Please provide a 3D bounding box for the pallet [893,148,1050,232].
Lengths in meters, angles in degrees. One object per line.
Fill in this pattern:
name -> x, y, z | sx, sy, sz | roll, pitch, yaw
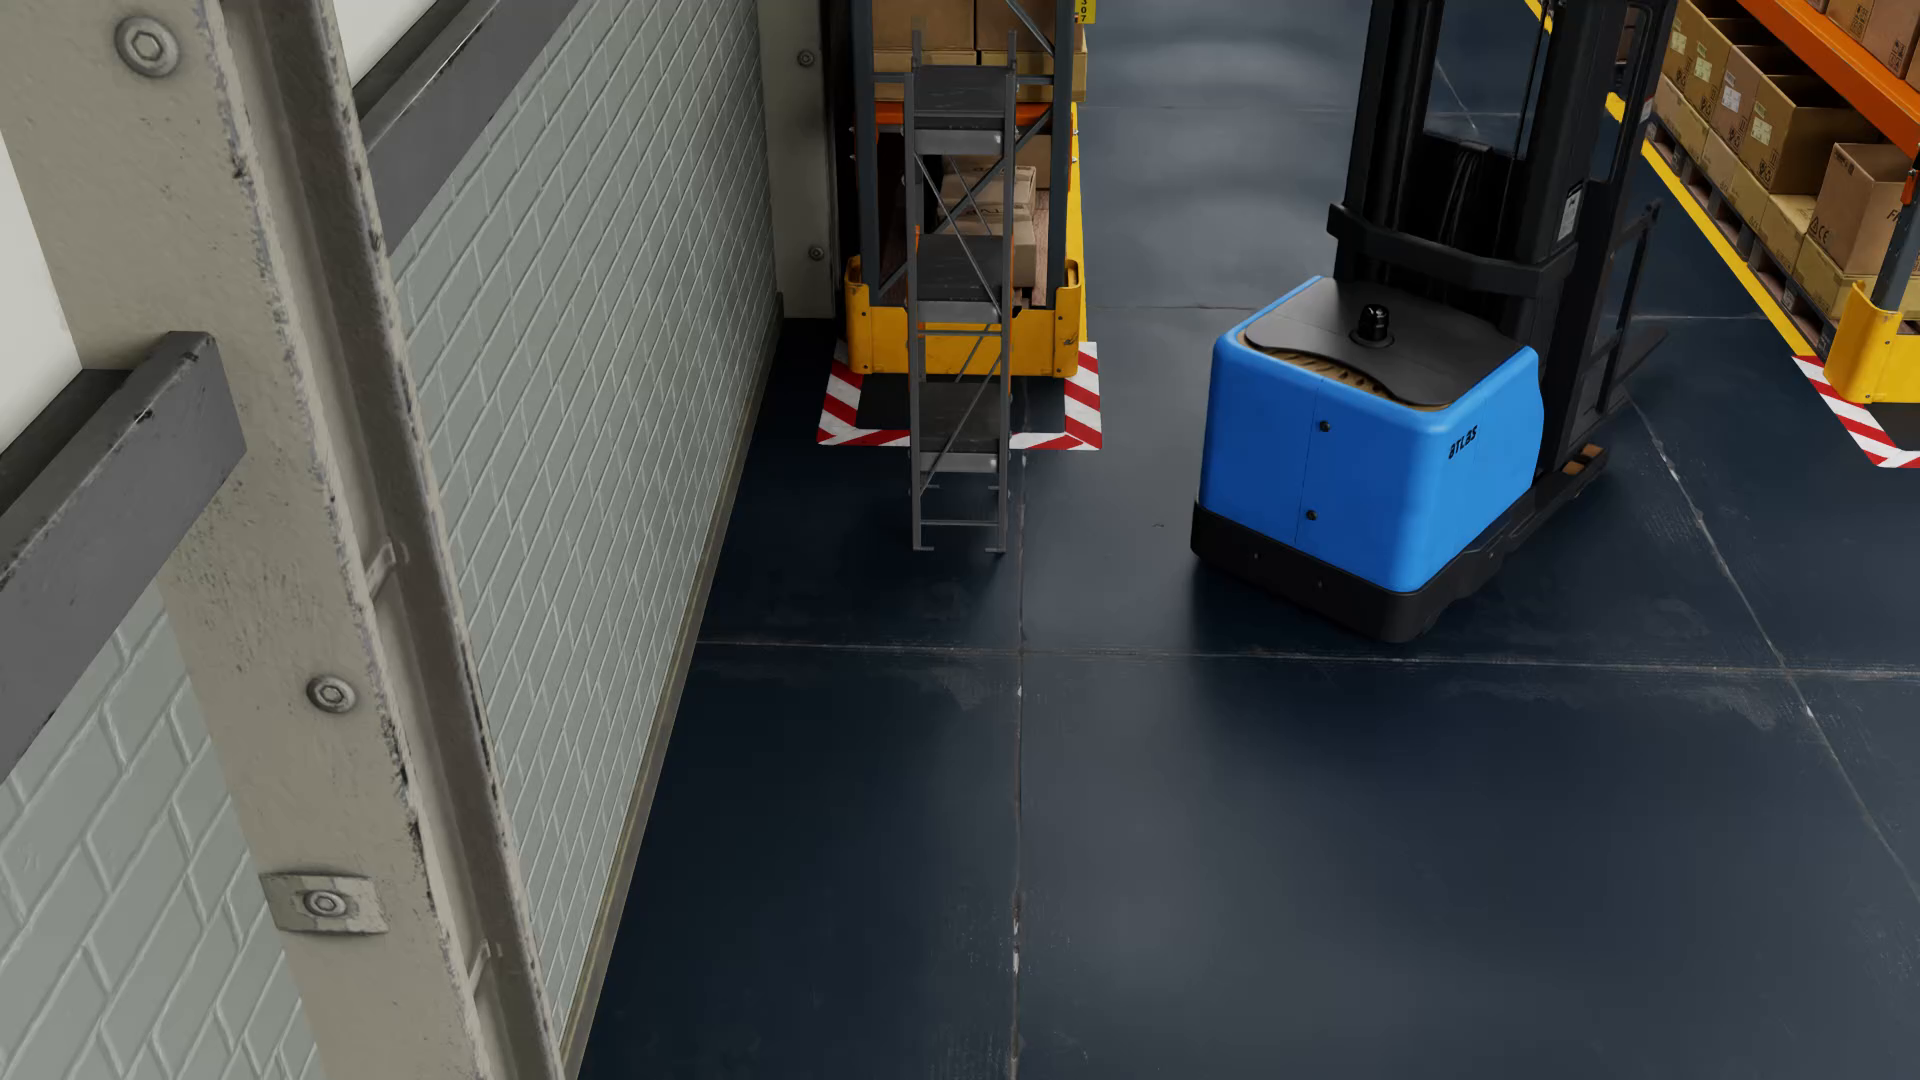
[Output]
pallet -> 0.137, -2.184, 10.173 | 1.003, 0.211, 1.213 | 1, 35, 2

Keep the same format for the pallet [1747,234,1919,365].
pallet -> 4.953, -1.303, 8.920 | 1.003, 0.211, 1.213 | 1, 35, 2

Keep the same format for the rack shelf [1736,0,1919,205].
rack shelf -> 5.044, -2.858, 9.334 | 1.077, 0.370, 4.000 | 1, 35, 2

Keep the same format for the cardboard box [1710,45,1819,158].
cardboard box -> 4.735, -2.534, 9.621 | 0.500, 0.500, 0.500 | 1, 35, 2

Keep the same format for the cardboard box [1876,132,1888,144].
cardboard box -> 5.233, -2.235, 9.195 | 0.500, 0.500, 0.500 | 1, 35, 2

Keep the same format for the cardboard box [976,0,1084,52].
cardboard box -> 0.334, -2.637, 7.854 | 0.500, 0.500, 0.500 | 1, 35, 2

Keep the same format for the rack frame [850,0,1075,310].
rack frame -> 0.014, -2.116, 7.652 | 1.000, 3.000, 0.127 | 1, 35, 2

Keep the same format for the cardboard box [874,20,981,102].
cardboard box -> -0.161, -2.336, 8.078 | 0.500, 0.250, 0.500 | 2, 35, 3

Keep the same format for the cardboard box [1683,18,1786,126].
cardboard box -> 4.753, -2.821, 10.030 | 0.500, 0.500, 0.500 | 1, 35, 2

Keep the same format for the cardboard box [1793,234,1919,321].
cardboard box -> 4.690, -1.365, 8.610 | 0.500, 0.250, 0.500 | 1, 35, 2

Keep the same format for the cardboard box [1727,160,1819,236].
cardboard box -> 4.717, -1.940, 9.428 | 0.500, 0.250, 0.500 | 1, 35, 2

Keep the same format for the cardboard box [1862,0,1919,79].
cardboard box -> 5.012, -2.614, 8.274 | 0.700, 0.500, 0.500 | 2, 35, 3

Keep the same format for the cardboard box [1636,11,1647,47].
cardboard box -> 4.793, -3.396, 10.847 | 0.500, 0.500, 0.500 | 1, 35, 2

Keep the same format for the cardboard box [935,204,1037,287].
cardboard box -> 0.132, -1.591, 8.861 | 0.500, 0.311, 0.500 | -2, 35, -3

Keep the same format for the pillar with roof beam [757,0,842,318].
pillar with roof beam -> 3.480, -4.893, 6.386 | 9.100, 9.000, 0.400 | 1, 35, 2

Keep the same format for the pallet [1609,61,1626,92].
pallet -> 5.115, -3.585, 12.167 | 1.003, 0.211, 1.213 | 1, 35, 2

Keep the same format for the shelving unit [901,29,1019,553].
shelving unit -> 0.007, -0.954, 6.782 | 0.431, 2.100, 0.503 | 1, 35, 2

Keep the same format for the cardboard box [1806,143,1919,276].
cardboard box -> 4.688, -1.672, 8.394 | 0.500, 0.500, 0.500 | 1, 35, 2

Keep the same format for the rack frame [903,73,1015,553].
rack frame -> -0.003, -0.814, 6.582 | 0.400, 2.100, 0.015 | 1, 35, 2

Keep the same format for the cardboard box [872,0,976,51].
cardboard box -> -0.179, -2.645, 7.866 | 0.500, 0.500, 0.500 | 1, 35, 1

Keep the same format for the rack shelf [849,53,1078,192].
rack shelf -> 0.095, -2.970, 9.494 | 1.077, 0.370, 4.000 | 1, 35, 2

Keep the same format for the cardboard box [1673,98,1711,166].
cardboard box -> 4.753, -2.515, 10.246 | 0.500, 0.250, 0.500 | 1, 35, 2

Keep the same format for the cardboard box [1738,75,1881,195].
cardboard box -> 4.714, -2.247, 9.212 | 0.500, 0.500, 0.500 | 1, 35, 2

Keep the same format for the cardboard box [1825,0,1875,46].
cardboard box -> 5.038, -2.899, 8.680 | 0.700, 0.500, 0.500 | 2, 35, 2

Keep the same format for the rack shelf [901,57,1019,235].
rack shelf -> 0.007, -1.516, 6.387 | 0.431, 0.518, 0.480 | 1, 35, 2

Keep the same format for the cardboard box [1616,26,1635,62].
cardboard box -> 4.852, -3.593, 11.780 | 0.500, 0.250, 0.500 | 1, 35, 1

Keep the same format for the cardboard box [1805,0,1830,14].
cardboard box -> 5.055, -3.202, 9.110 | 0.700, 0.500, 0.500 | 2, 35, 3

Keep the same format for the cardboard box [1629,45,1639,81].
cardboard box -> 4.803, -3.089, 11.063 | 0.500, 0.250, 0.500 | 1, 35, 2

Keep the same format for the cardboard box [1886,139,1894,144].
cardboard box -> 5.226, -1.947, 8.786 | 0.500, 0.500, 0.500 | 1, 35, 2

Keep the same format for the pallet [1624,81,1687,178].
pallet -> 5.051, -2.705, 10.915 | 1.003, 0.211, 1.213 | 1, 35, 2

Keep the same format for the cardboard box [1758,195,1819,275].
cardboard box -> 4.698, -1.653, 9.019 | 0.500, 0.250, 0.500 | 1, 35, 2

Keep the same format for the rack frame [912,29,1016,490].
rack frame -> 0.016, -1.094, 6.981 | 0.400, 2.100, 0.015 | 1, 35, 2

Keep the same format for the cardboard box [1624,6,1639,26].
cardboard box -> 4.855, -3.817, 11.611 | 0.500, 0.311, 0.500 | 1, 35, 2

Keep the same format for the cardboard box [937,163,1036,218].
cardboard box -> 0.155, -1.919, 9.327 | 0.500, 0.311, 0.500 | 4, 35, 6

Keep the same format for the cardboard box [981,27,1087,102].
cardboard box -> 0.351, -2.336, 8.078 | 0.500, 0.250, 0.500 | 0, 35, 1

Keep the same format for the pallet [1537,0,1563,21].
pallet -> 5.162, -4.288, 13.167 | 1.003, 0.211, 1.213 | 1, 35, 2

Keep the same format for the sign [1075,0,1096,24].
sign -> 0.556, -2.457, 7.385 | 0.100, 0.325, 0.005 | 1, 35, 2

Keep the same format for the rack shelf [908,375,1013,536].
rack shelf -> 0.007, -0.370, 7.192 | 0.431, 0.518, 0.480 | 1, 35, 2

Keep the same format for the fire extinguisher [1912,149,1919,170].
fire extinguisher -> 4.495, -1.915, 7.433 | 0.296, 0.674, 0.183 | 1, 35, 2

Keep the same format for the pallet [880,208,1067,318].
pallet -> 0.085, -1.484, 9.179 | 1.003, 0.211, 1.213 | 1, 35, 2

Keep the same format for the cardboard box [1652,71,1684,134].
cardboard box -> 4.778, -2.802, 10.654 | 0.500, 0.250, 0.500 | 1, 35, 2

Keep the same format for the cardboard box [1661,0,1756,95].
cardboard box -> 4.781, -3.109, 10.438 | 0.500, 0.500, 0.500 | 1, 35, 2

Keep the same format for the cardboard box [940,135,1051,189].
cardboard box -> 0.234, -2.416, 9.871 | 0.700, 0.500, 0.500 | -1, 35, -1

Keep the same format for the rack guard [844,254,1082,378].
rack guard -> 0.017, -1.137, 8.433 | 1.175, 0.500, 0.348 | 1, 35, 2

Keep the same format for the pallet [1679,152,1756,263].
pallet -> 5.005, -2.002, 9.915 | 1.003, 0.211, 1.213 | 1, 35, 2

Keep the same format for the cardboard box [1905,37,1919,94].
cardboard box -> 4.996, -2.312, 7.844 | 0.700, 0.500, 0.500 | 1, 35, 2

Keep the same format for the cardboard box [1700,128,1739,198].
cardboard box -> 4.739, -2.227, 9.837 | 0.500, 0.250, 0.500 | 1, 35, 2

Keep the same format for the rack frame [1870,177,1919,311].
rack frame -> 4.964, -2.003, 7.492 | 1.000, 3.000, 0.127 | 1, 35, 2

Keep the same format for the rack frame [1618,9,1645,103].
rack frame -> 5.125, -4.302, 10.762 | 1.000, 3.000, 0.127 | 1, 35, 2

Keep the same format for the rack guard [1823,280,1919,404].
rack guard -> 4.963, -0.967, 8.191 | 1.175, 0.500, 0.348 | 1, 35, 2

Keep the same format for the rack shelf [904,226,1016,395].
rack shelf -> 0.007, -0.943, 6.789 | 0.431, 0.518, 0.480 | 1, 35, 2

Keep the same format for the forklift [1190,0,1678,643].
forklift -> 2.330, -1.561, 6.922 | 1.130, 2.935, 3.031 | 27, 43, 33
